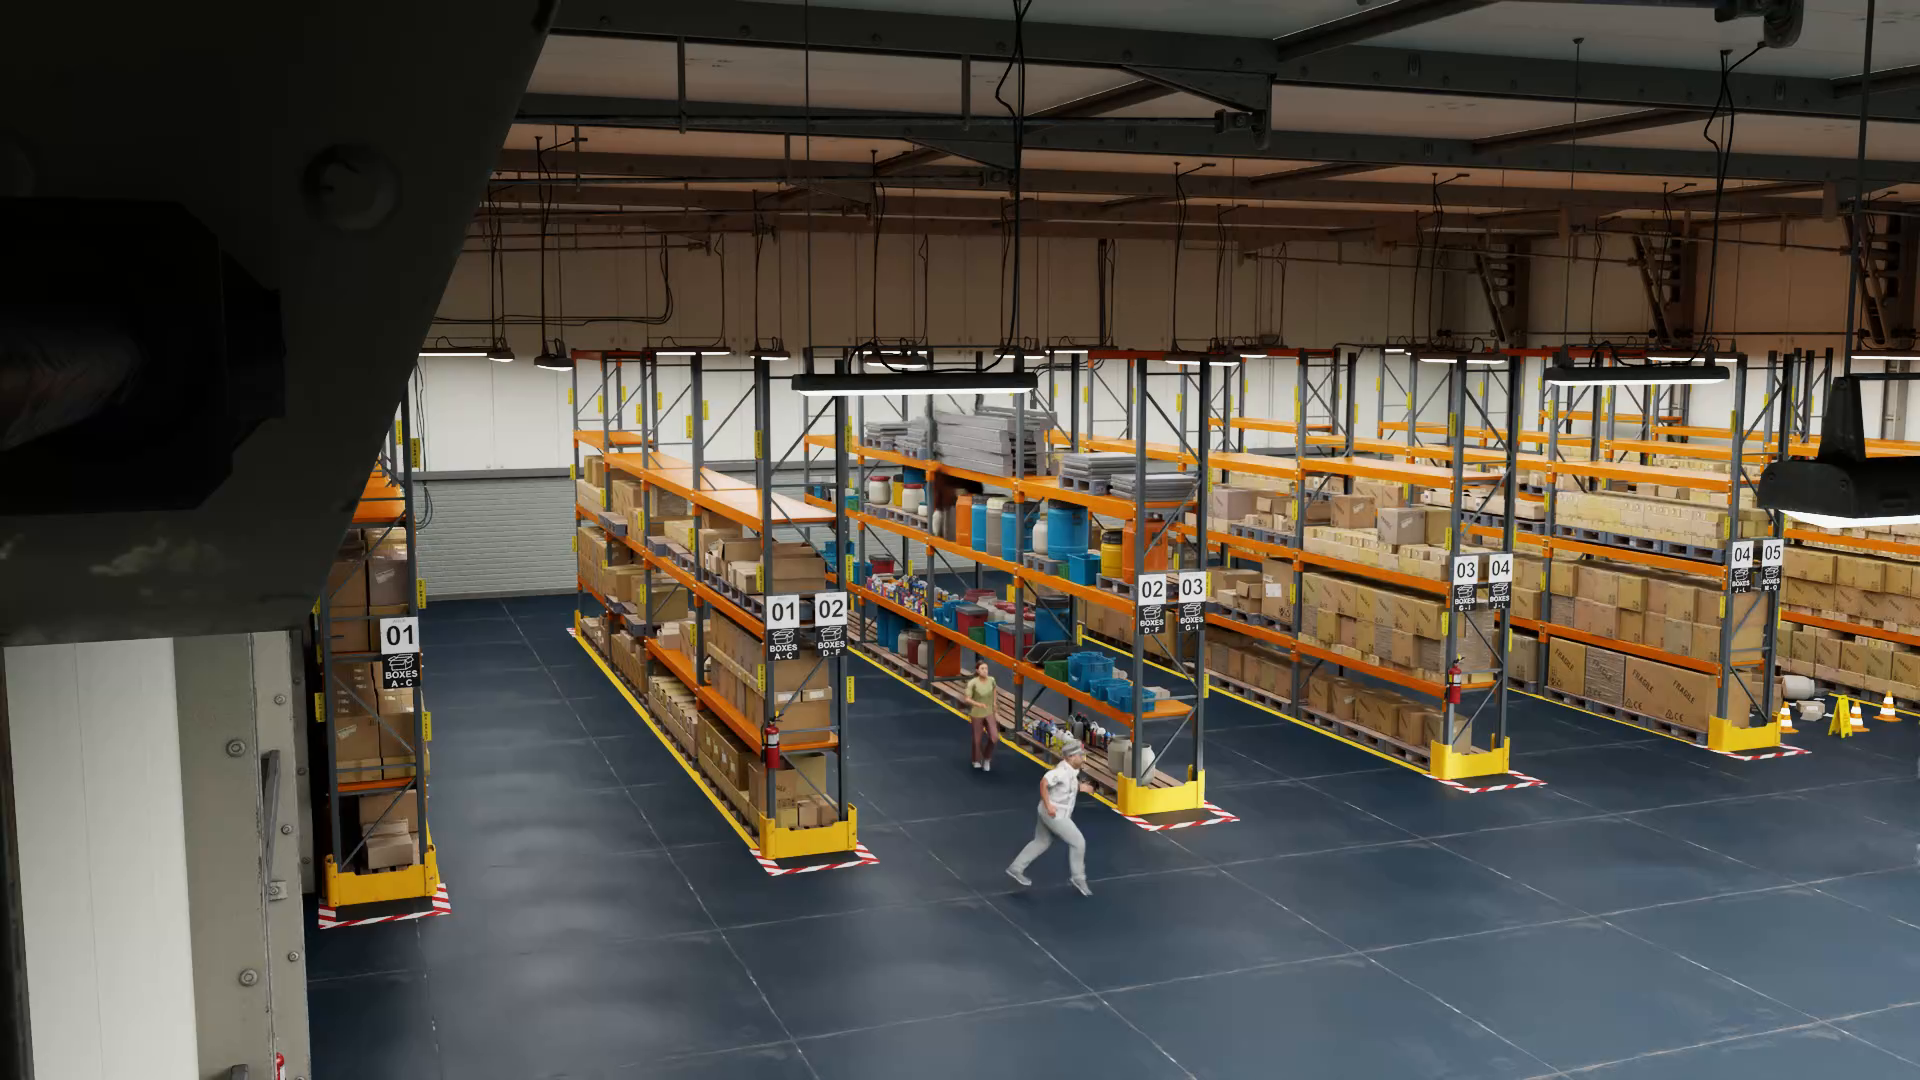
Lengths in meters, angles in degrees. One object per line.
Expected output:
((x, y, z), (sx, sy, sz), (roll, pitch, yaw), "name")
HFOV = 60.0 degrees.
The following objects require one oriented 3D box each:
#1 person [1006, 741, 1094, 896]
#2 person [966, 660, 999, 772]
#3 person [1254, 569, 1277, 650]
((1.015, 3.154, 18.817), (0.990, 1.801, 0.658), (0, 7, -1), "person")
((0.332, 2.533, 23.946), (0.545, 1.643, 0.730), (-2, 7, -18), "person")
((6.005, 1.420, 32.787), (0.552, 1.716, 0.758), (-4, 8, -27), "person")
